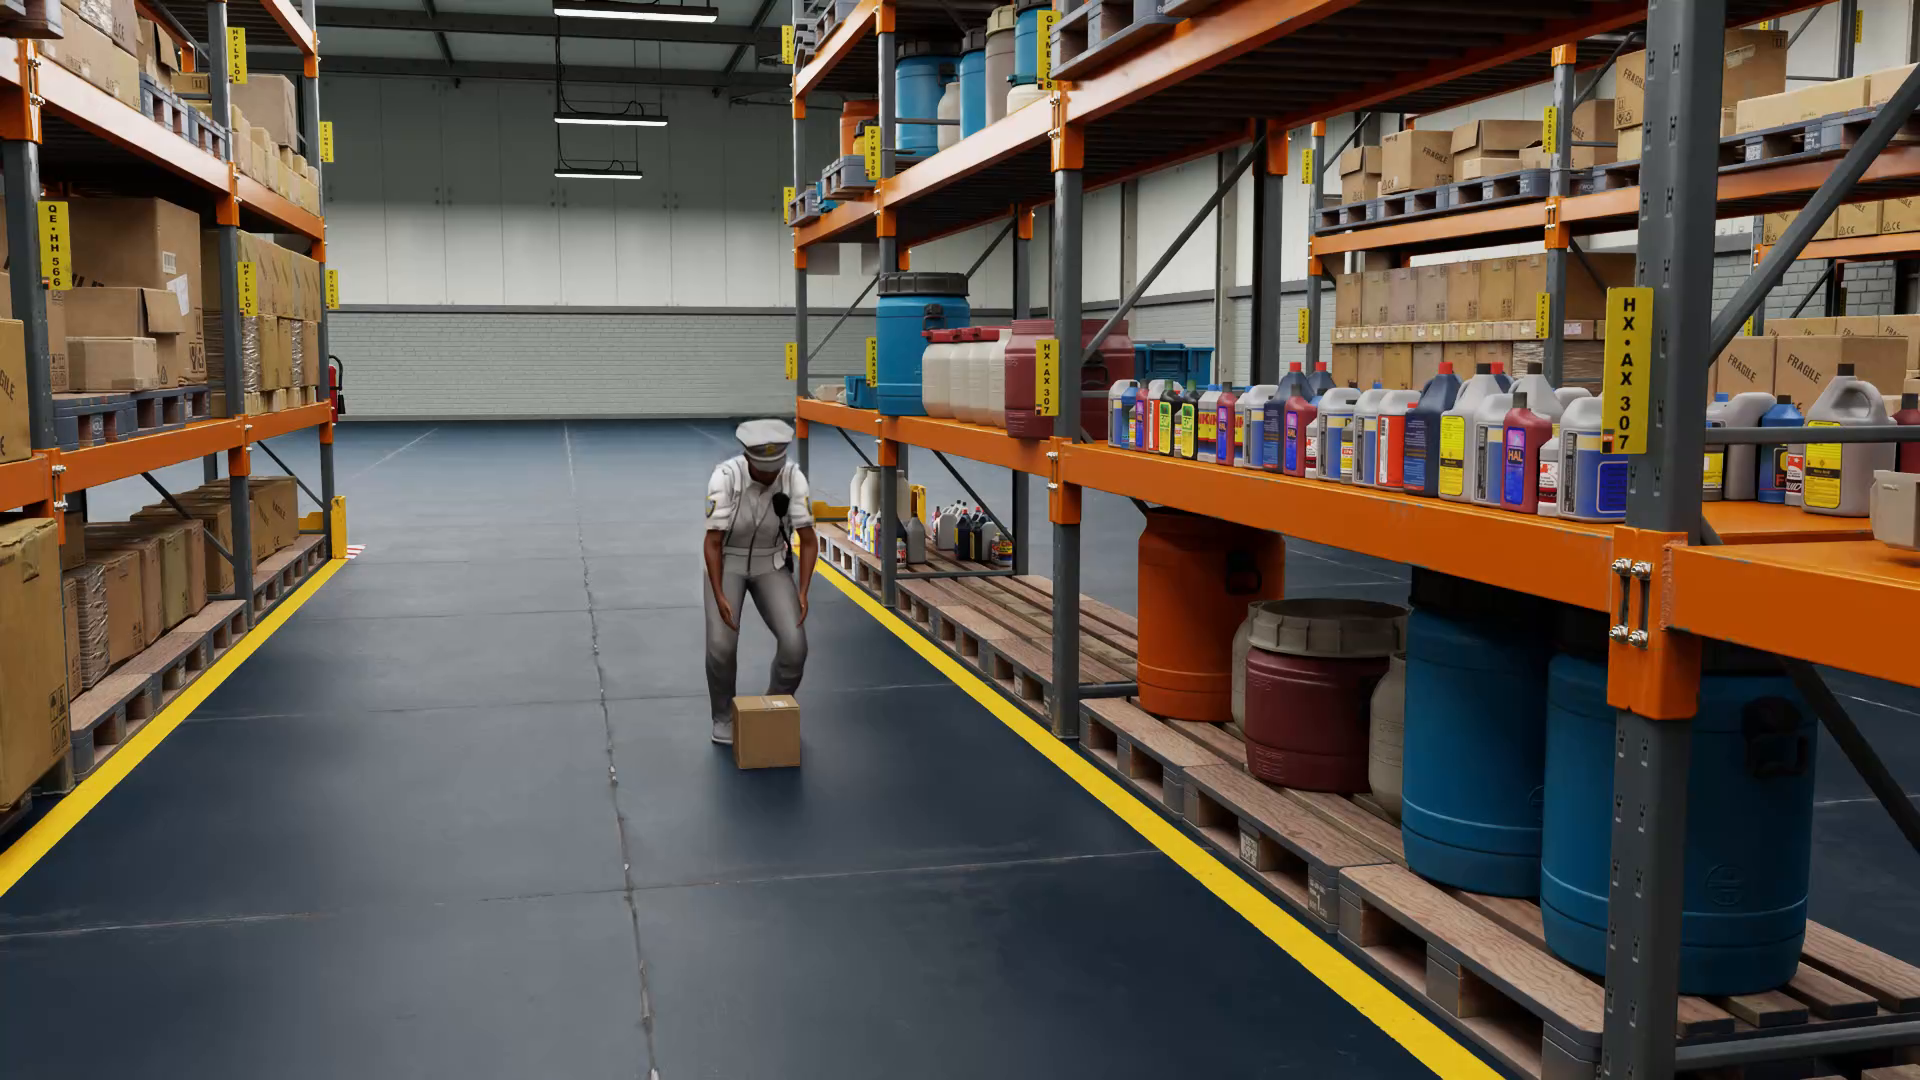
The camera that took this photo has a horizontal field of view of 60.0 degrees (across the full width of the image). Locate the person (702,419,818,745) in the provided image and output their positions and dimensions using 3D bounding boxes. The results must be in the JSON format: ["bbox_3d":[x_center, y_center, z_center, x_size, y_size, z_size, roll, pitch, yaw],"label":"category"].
[{"bbox_3d":[-0.873,0.177,7.256,0.495,1.414,0.690,-1,6,-13],"label":"person"}]
